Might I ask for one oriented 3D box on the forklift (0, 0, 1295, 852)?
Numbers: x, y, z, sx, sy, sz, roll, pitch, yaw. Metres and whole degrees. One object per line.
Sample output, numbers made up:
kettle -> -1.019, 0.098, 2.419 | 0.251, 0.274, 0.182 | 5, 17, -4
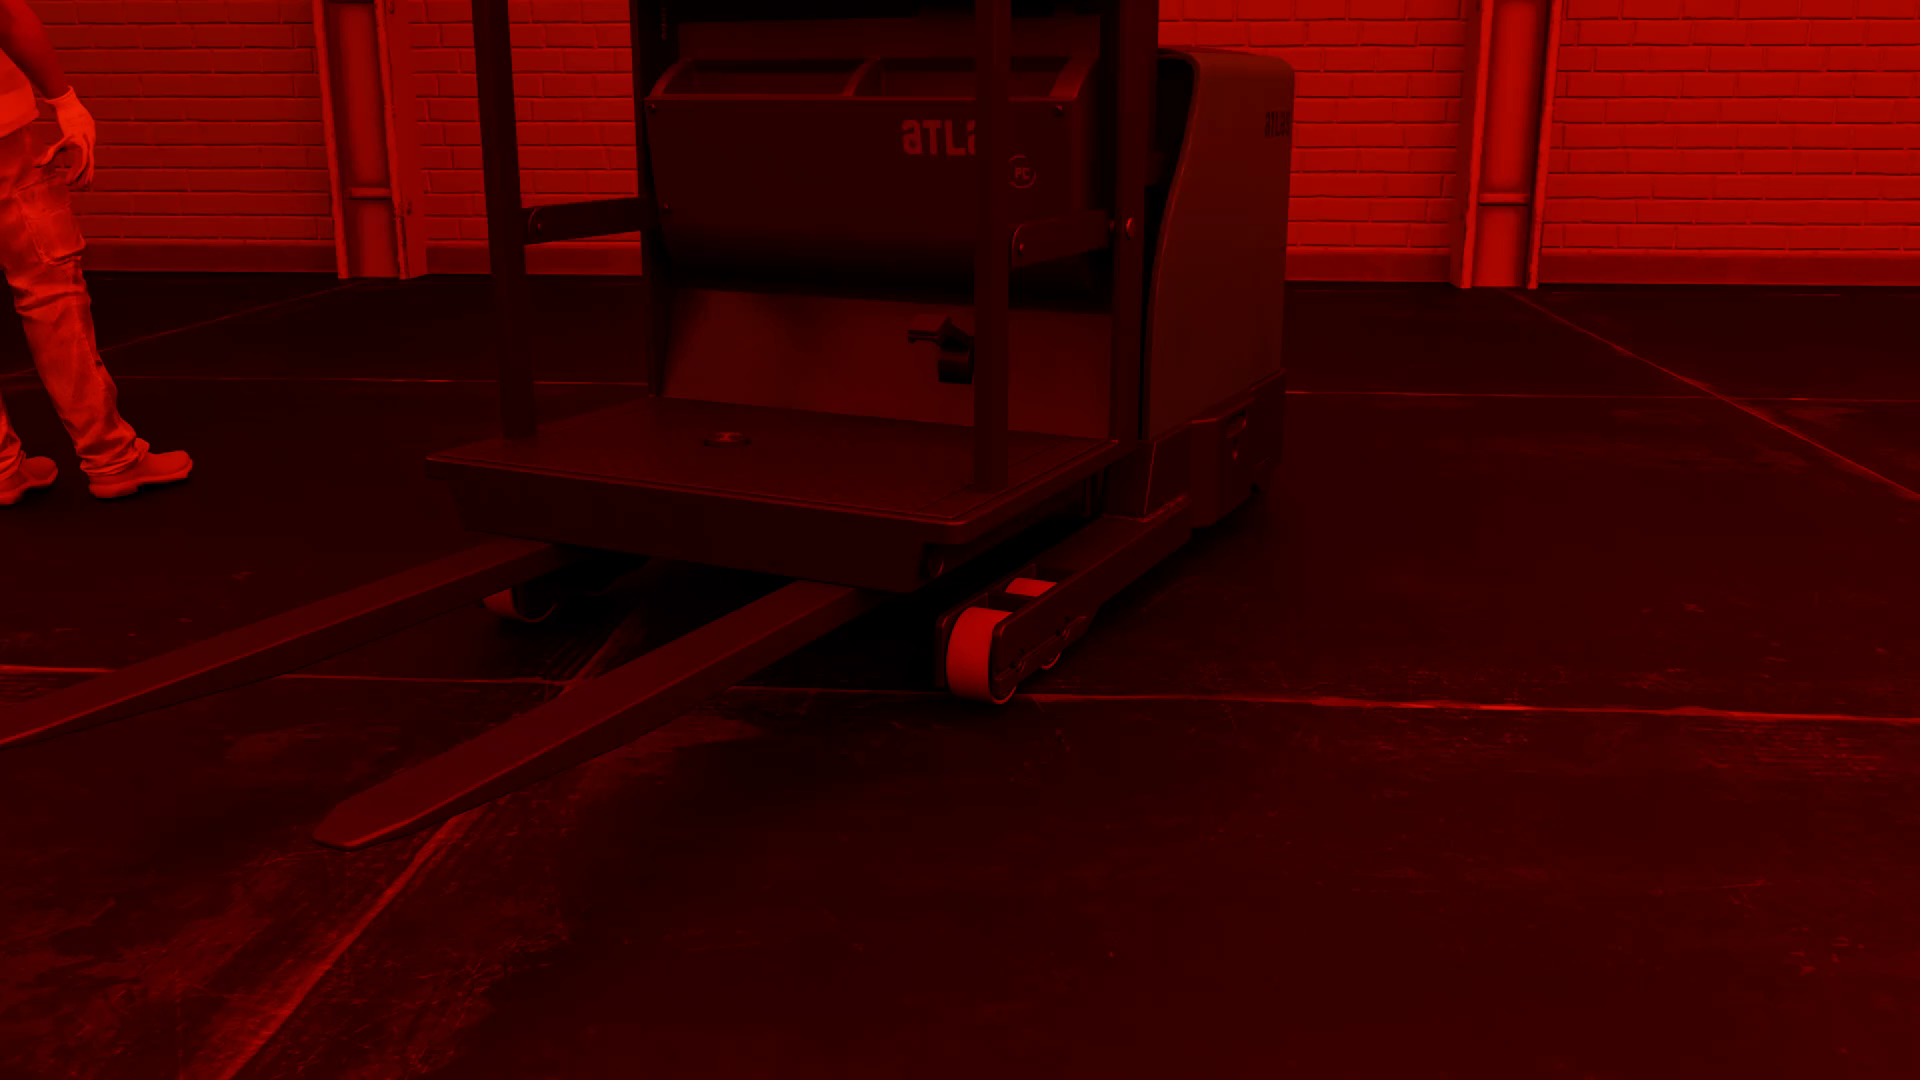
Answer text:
forklift -> -0.277, -1.268, 2.889 | 1.130, 2.935, 3.031 | 7, 17, 25

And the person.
person -> -2.360, -0.974, 3.969 | 0.656, 1.781, 0.579 | 2, 15, 8
